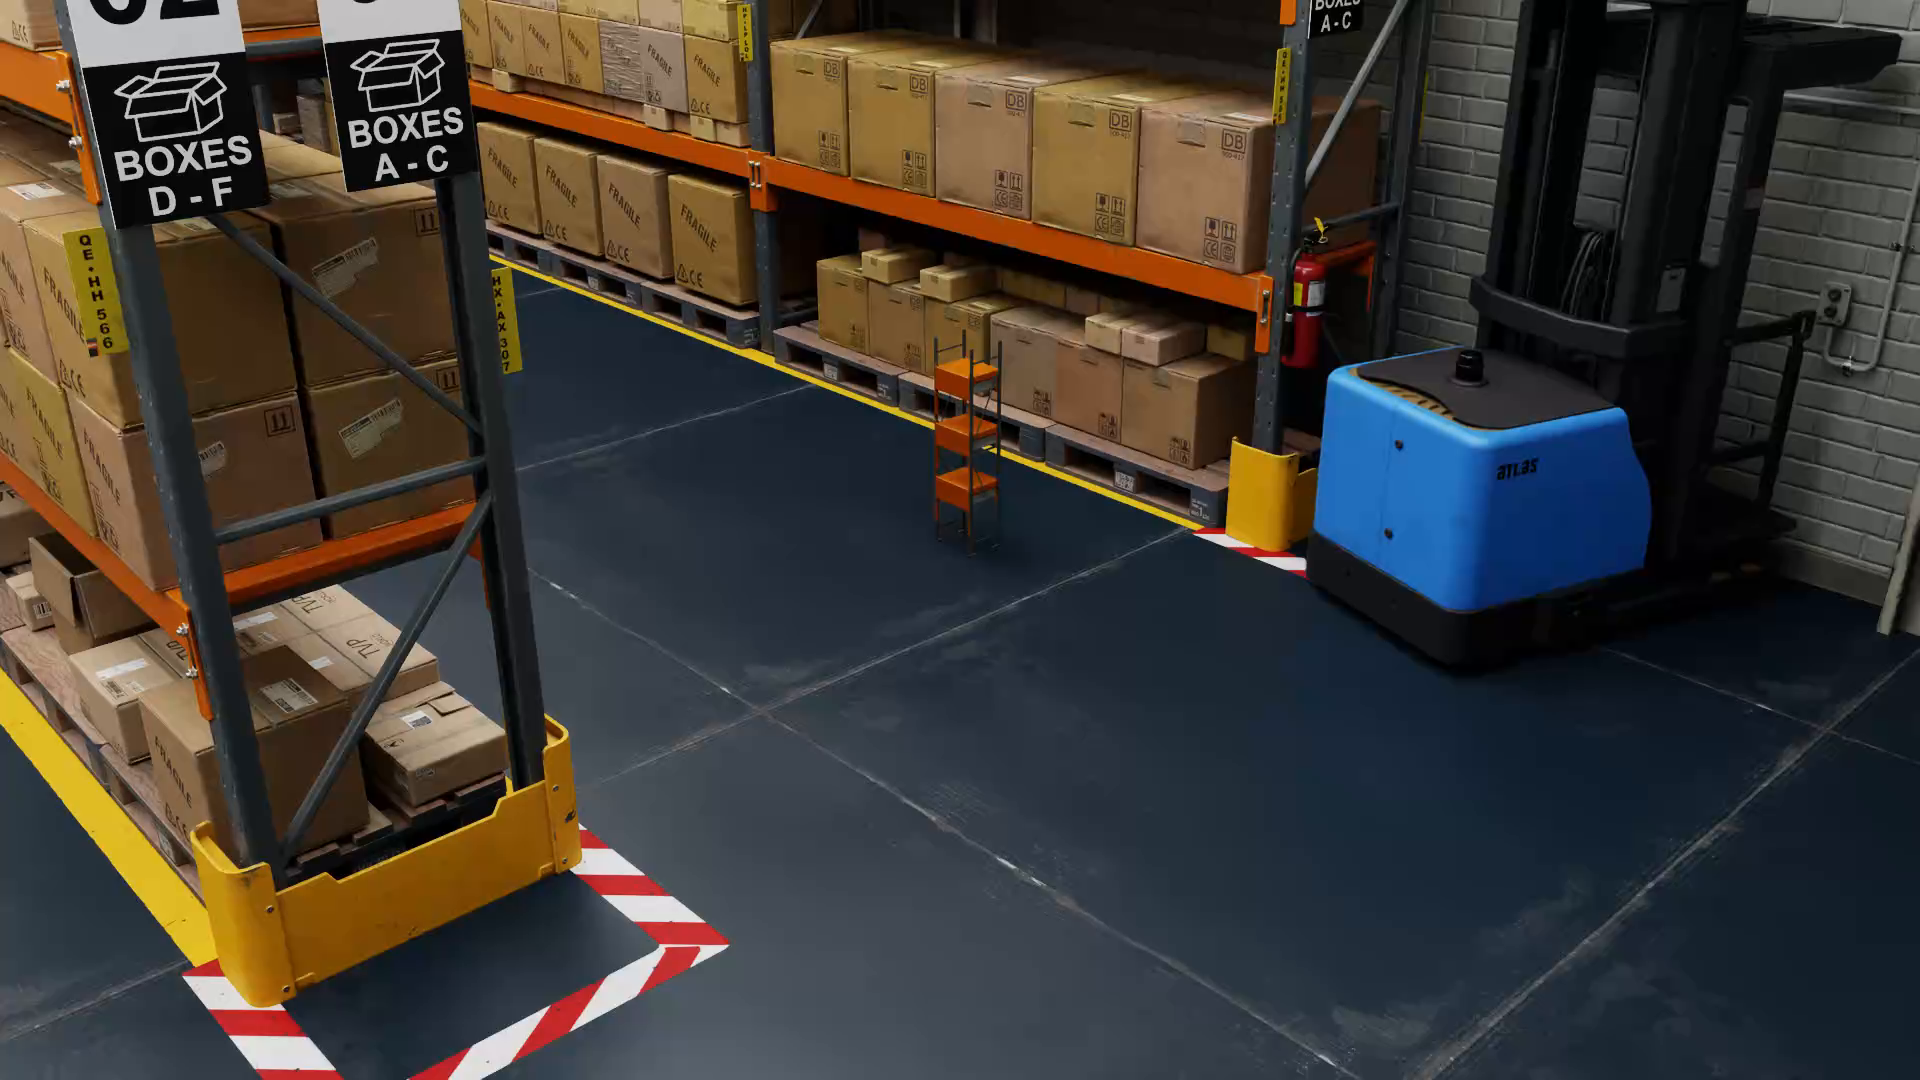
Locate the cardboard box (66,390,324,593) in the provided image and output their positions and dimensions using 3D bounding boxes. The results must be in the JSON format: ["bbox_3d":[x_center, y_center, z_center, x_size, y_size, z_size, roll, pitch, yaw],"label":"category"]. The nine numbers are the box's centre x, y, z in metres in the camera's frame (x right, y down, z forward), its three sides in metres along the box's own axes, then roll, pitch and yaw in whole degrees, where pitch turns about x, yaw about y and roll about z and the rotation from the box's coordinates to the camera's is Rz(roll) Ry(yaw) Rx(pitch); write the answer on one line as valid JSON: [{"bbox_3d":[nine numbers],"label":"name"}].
[{"bbox_3d":[-2.290,-0.216,4.990,0.500,0.500,0.500,-20,31,-37],"label":"cardboard box"}]

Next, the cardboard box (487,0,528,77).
[{"bbox_3d":[-3.143,-3.751,12.356,0.500,0.500,0.500,-20,31,-37],"label":"cardboard box"}]

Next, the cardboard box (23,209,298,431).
[{"bbox_3d":[-2.290,-0.670,4.778,0.500,0.500,0.500,-22,32,-39],"label":"cardboard box"}]

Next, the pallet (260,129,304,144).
[{"bbox_3d":[-6.858,-4.079,16.937,1.003,0.211,1.213,-21,32,-38],"label":"pallet"}]

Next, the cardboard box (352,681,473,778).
[{"bbox_3d":[-1.991,0.676,6.037,0.380,0.166,0.250,-21,32,-38],"label":"cardboard box"}]

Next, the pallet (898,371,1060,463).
[{"bbox_3d":[0.395,-0.840,9.836,1.003,0.211,1.213,-21,32,-38],"label":"pallet"}]

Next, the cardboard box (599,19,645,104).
[{"bbox_3d":[-2.098,-3.295,11.356,0.500,0.500,0.500,-21,32,-38],"label":"cardboard box"}]

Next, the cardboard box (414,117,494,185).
[{"bbox_3d":[-4.437,-3.398,14.566,0.700,0.500,0.500,-21,32,-39],"label":"cardboard box"}]

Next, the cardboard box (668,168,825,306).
[{"bbox_3d":[-1.445,-2.104,11.331,0.750,0.750,0.750,-21,32,-38],"label":"cardboard box"}]

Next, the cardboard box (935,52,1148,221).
[{"bbox_3d":[0.453,-2.258,9.223,0.700,0.700,0.980,22,32,39],"label":"cardboard box"}]

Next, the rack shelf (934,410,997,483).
[{"bbox_3d":[0.037,-0.452,8.001,0.215,0.259,0.240,-21,32,-38],"label":"rack shelf"}]

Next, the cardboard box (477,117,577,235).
[{"bbox_3d":[-3.233,-2.895,13.067,0.750,0.750,0.750,-22,32,-39],"label":"cardboard box"}]

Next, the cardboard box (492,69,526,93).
[{"bbox_3d":[-3.298,-3.488,12.561,0.380,0.149,0.250,-20,31,-37],"label":"cardboard box"}]

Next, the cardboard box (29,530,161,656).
[{"bbox_3d":[-3.231,0.179,6.721,0.797,0.503,0.637,-21,32,-38],"label":"cardboard box"}]

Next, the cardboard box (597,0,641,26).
[{"bbox_3d":[-2.103,-3.643,11.215,0.500,0.250,0.500,-20,32,-37],"label":"cardboard box"}]

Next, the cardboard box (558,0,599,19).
[{"bbox_3d":[-2.451,-3.797,11.553,0.500,0.250,0.500,-22,33,-39],"label":"cardboard box"}]

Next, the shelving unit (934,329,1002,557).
[{"bbox_3d":[0.037,-0.461,7.997,0.215,1.050,0.252,-21,32,-38],"label":"shelving unit"}]

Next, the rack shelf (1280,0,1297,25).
[{"bbox_3d":[0.461,-3.162,8.820,1.077,0.370,4.000,-21,32,-38],"label":"rack shelf"}]

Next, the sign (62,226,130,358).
[{"bbox_3d":[-2.204,-0.631,4.244,0.100,0.325,0.005,-21,32,-38],"label":"sign"}]

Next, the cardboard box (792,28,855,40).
[{"bbox_3d":[-1.036,-3.131,10.997,0.500,0.500,0.500,22,33,40],"label":"cardboard box"}]

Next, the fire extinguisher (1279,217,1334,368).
[{"bbox_3d":[1.595,-1.137,7.671,0.296,0.674,0.183,-21,32,-38],"label":"fire extinguisher"}]

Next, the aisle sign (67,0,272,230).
[{"bbox_3d":[-1.962,-1.187,4.107,0.394,0.787,0.004,-21,32,-38],"label":"aisle sign"}]

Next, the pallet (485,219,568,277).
[{"bbox_3d":[-3.156,-2.414,13.286,1.003,0.211,1.213,-21,32,-38],"label":"pallet"}]

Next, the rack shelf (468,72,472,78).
[{"bbox_3d":[-5.007,-4.221,14.755,1.077,0.370,4.000,-21,32,-38],"label":"rack shelf"}]

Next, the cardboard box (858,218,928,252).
[{"bbox_3d":[-0.423,-1.924,10.578,0.380,0.149,0.250,-21,32,-39],"label":"cardboard box"}]

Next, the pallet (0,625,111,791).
[{"bbox_3d":[-3.212,0.523,6.850,1.003,0.211,1.213,-21,32,-38],"label":"pallet"}]

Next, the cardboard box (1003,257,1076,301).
[{"bbox_3d":[0.468,-1.531,9.715,0.380,0.149,0.250,-22,32,-39],"label":"cardboard box"}]

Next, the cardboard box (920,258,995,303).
[{"bbox_3d":[-0.012,-1.510,9.671,0.380,0.149,0.250,-22,33,-40],"label":"cardboard box"}]

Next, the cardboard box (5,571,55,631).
[{"bbox_3d":[-3.792,0.212,7.054,0.380,0.166,0.250,-21,32,-38],"label":"cardboard box"}]

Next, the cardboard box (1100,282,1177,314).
[{"bbox_3d":[0.991,-1.299,9.208,0.380,0.149,0.250,-21,32,-38],"label":"cardboard box"}]

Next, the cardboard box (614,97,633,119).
[{"bbox_3d":[-2.180,-3.045,11.589,0.380,0.149,0.250,-22,33,-40],"label":"cardboard box"}]

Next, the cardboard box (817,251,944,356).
[{"bbox_3d":[-0.469,-1.529,10.493,0.700,0.500,0.500,-21,32,-38],"label":"cardboard box"}]

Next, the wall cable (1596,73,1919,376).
[{"bbox_3d":[3.394,-1.861,7.492,0.084,1.984,1.851,-21,32,-38],"label":"wall cable"}]

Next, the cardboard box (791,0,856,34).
[{"bbox_3d":[-1.030,-3.475,10.847,0.500,0.250,0.500,-20,31,-37],"label":"cardboard box"}]

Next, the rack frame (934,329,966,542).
[{"bbox_3d":[-0.047,-0.498,8.078,0.200,1.050,0.008,-21,32,-38],"label":"rack frame"}]

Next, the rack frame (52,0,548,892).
[{"bbox_3d":[-1.785,-0.112,4.882,1.000,3.000,0.127,-21,32,-38],"label":"rack frame"}]

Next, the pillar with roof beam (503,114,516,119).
[{"bbox_3d":[-7.039,-6.090,10.757,9.100,9.000,0.400,-21,32,-38],"label":"pillar with roof beam"}]

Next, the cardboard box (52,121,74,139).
[{"bbox_3d":[-2.945,-1.285,6.127,0.500,0.500,0.500,-22,32,-39],"label":"cardboard box"}]

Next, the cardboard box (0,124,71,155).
[{"bbox_3d":[-3.345,-1.134,5.796,0.500,0.500,0.500,-20,31,-37],"label":"cardboard box"}]

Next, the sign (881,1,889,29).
[{"bbox_3d":[-0.502,-3.318,10.771,0.100,0.325,0.005,-21,32,-38],"label":"sign"}]

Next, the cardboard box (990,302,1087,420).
[{"bbox_3d":[0.591,-1.060,9.465,0.500,0.500,0.700,23,33,40],"label":"cardboard box"}]

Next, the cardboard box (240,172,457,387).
[{"bbox_3d":[-1.896,-0.822,5.112,0.500,0.500,0.500,-20,31,-37],"label":"cardboard box"}]

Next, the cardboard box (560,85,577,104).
[{"bbox_3d":[-2.684,-3.290,12.126,0.380,0.149,0.250,-21,32,-38],"label":"cardboard box"}]

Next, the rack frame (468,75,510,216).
[{"bbox_3d":[-3.640,-3.942,13.278,1.000,3.000,0.127,-21,32,-38],"label":"rack frame"}]

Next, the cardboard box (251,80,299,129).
[{"bbox_3d":[-7.112,-4.520,17.026,0.500,0.500,0.500,21,32,38],"label":"cardboard box"}]

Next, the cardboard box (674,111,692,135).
[{"bbox_3d":[-1.677,-2.808,11.071,0.380,0.149,0.250,-20,31,-37],"label":"cardboard box"}]

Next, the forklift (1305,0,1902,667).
[{"bbox_3d":[3.158,-1.208,7.366,3.031,2.935,1.130,-12,27,-24],"label":"forklift"}]

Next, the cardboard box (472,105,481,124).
[{"bbox_3d":[-4.514,-3.740,14.413,0.500,0.250,0.500,-20,32,-38],"label":"cardboard box"}]
